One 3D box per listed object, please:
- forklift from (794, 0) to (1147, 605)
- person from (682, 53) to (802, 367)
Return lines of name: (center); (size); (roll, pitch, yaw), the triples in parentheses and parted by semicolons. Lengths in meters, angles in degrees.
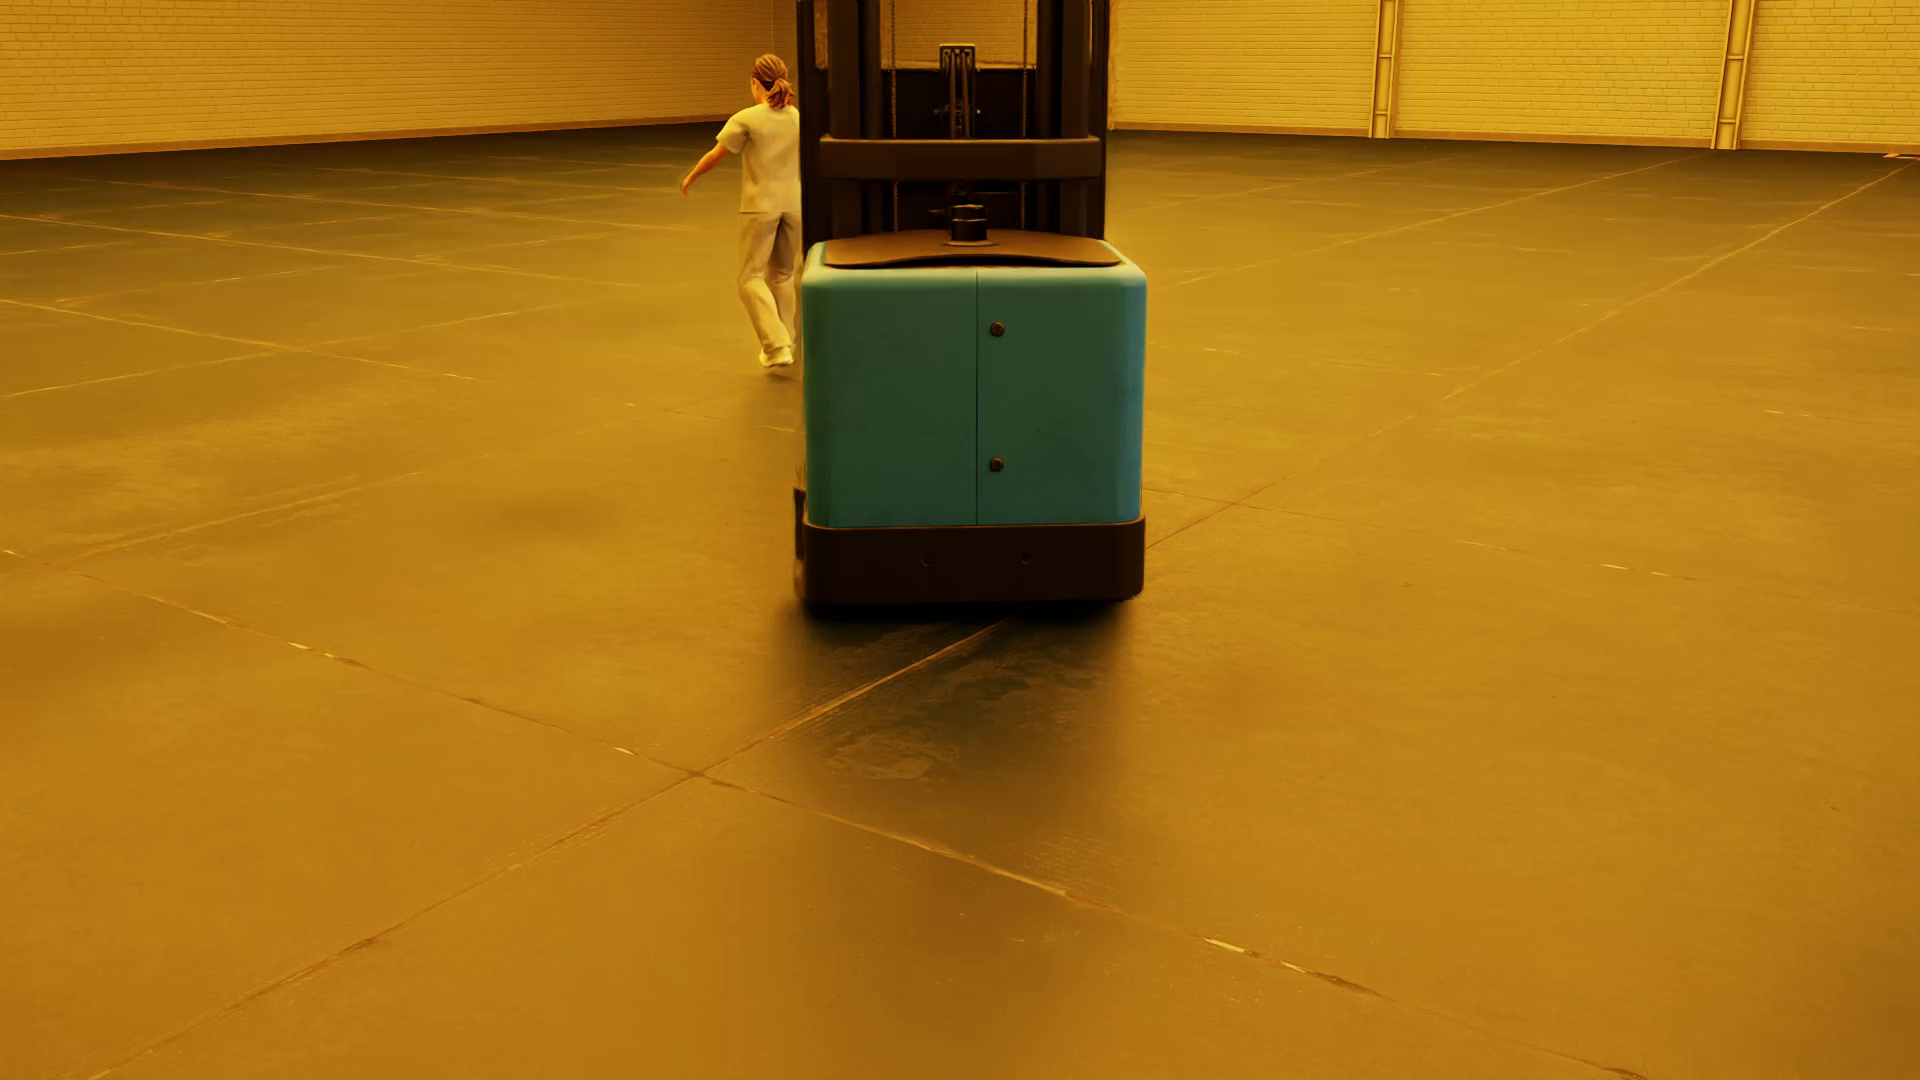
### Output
forklift: (-0.040, -1.579, 6.113); (1.130, 2.935, 3.031); (-1, 17, -3)
person: (-0.984, -1.734, 8.877); (0.823, 1.659, 0.720); (-9, 19, -27)
